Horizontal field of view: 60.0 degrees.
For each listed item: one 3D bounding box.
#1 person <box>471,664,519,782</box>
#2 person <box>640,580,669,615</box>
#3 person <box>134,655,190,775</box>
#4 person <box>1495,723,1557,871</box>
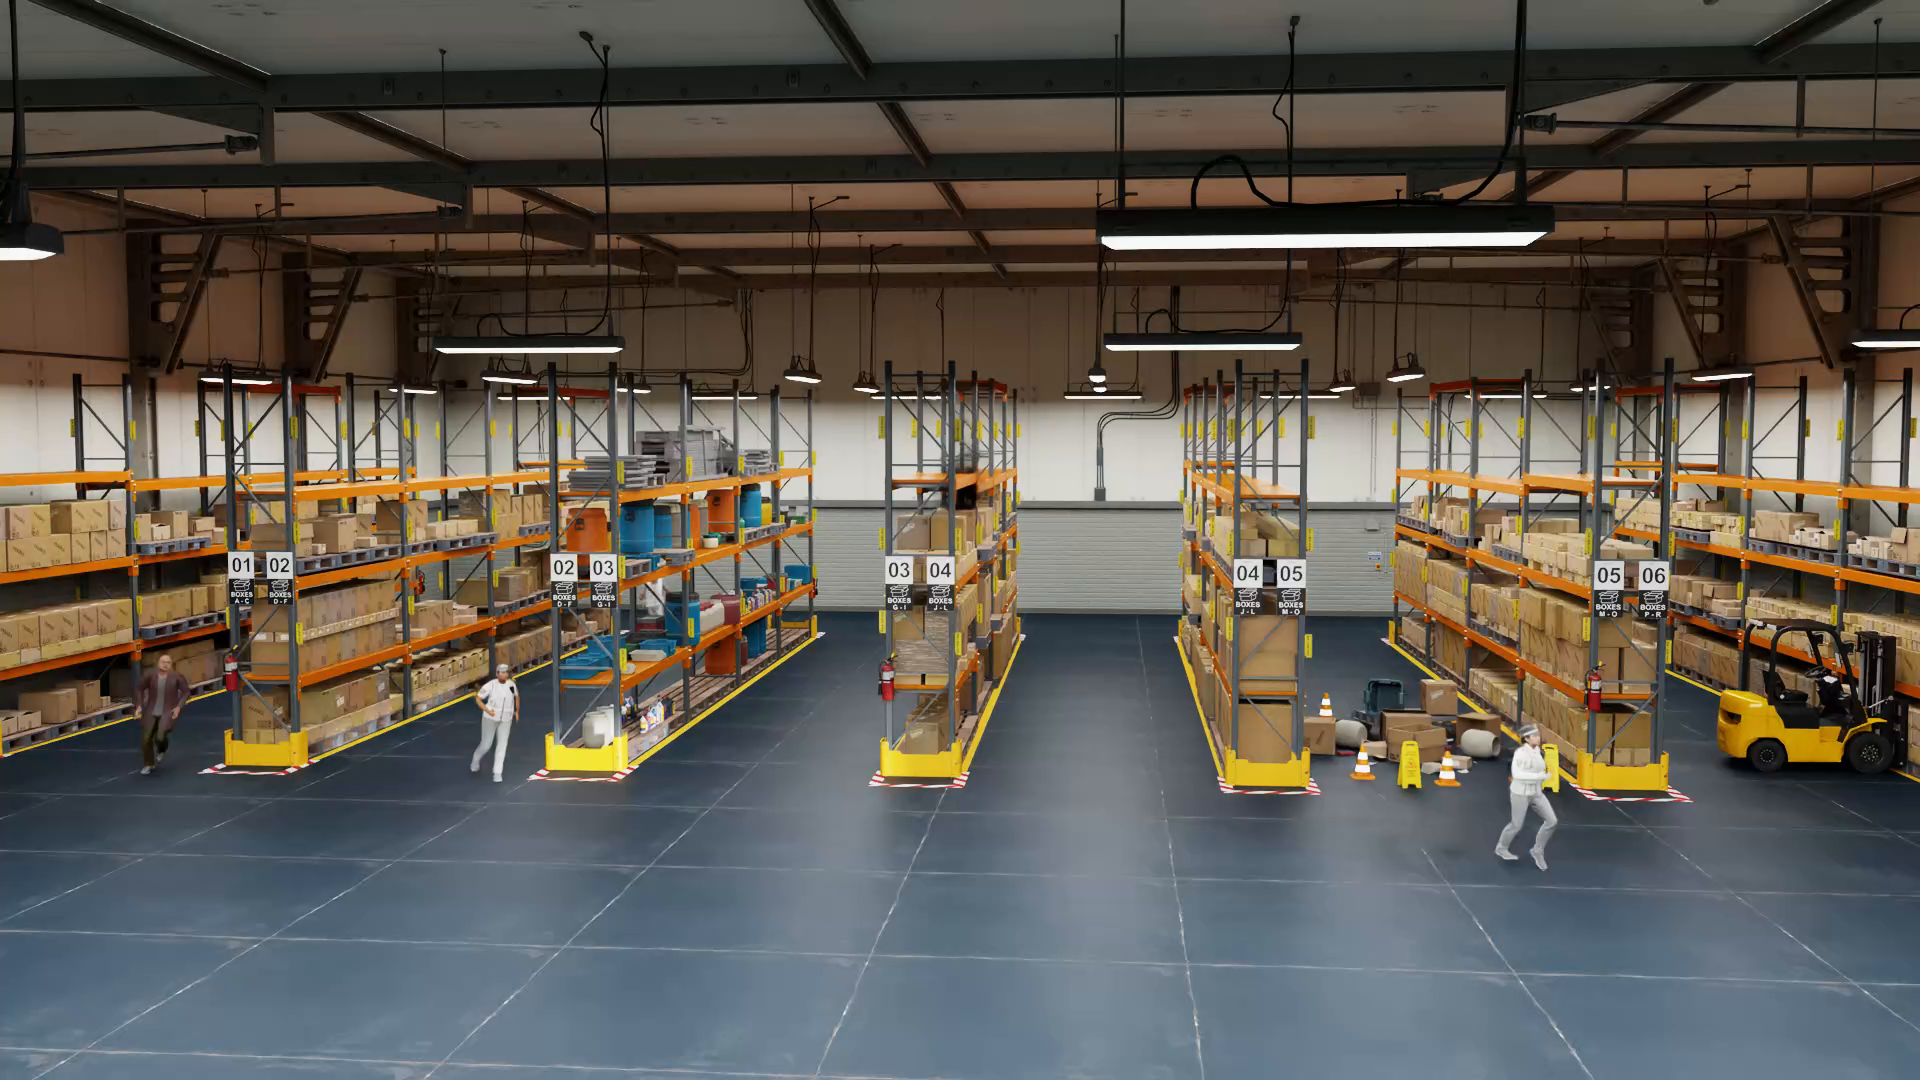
[{"bbox_3d":[-6.652,2.605,24.003,0.686,1.631,0.906,-2,4,-30],"label":"person"},{"bbox_3d":[-7.175,1.561,39.048,0.685,1.758,0.905,-1,4,-10],"label":"person"},{"bbox_3d":[-11.746,2.552,24.459,0.758,1.729,0.544,-1,4,-12],"label":"person"},{"bbox_3d":[6.449,2.919,19.007,0.594,1.714,0.752,-3,5,-35],"label":"person"}]
